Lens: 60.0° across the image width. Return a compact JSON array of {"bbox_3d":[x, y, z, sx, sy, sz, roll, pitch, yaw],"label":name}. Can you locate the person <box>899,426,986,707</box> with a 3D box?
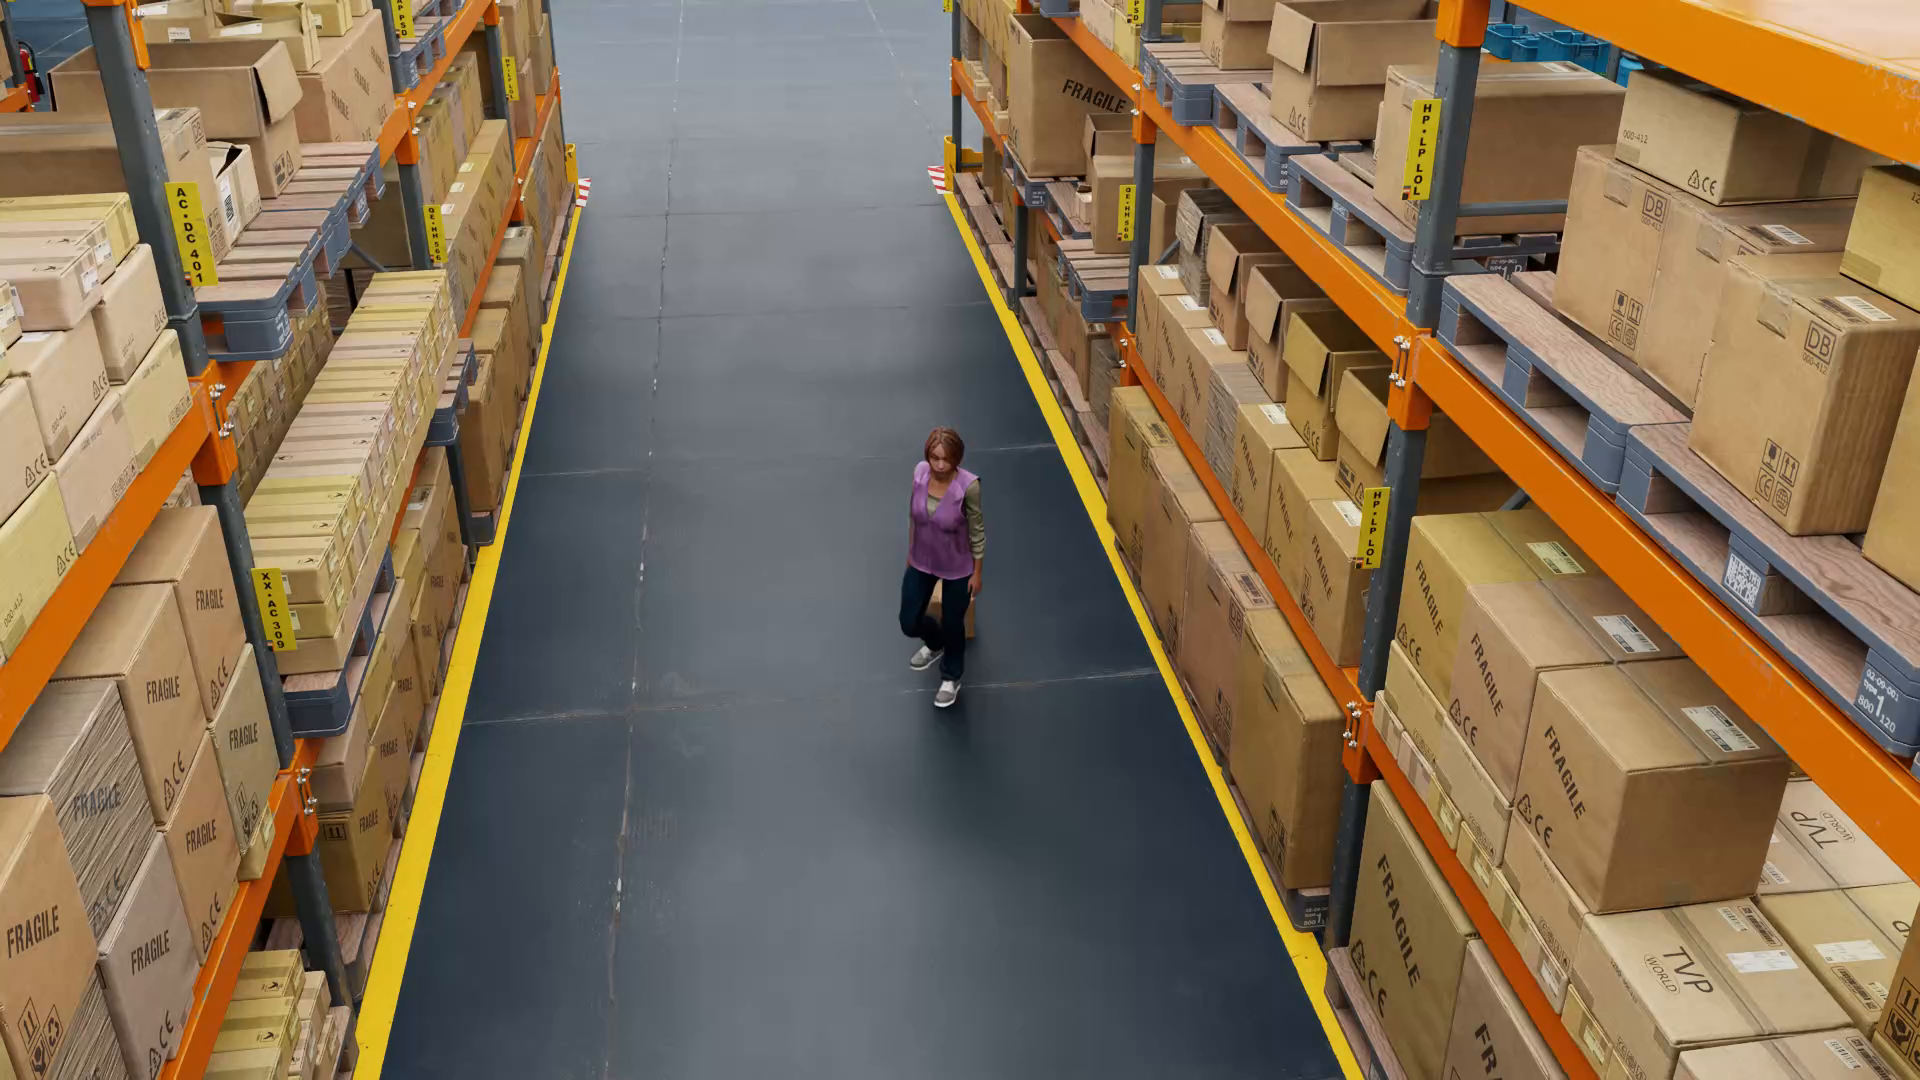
[{"bbox_3d":[-0.075,0.116,8.389,0.472,1.589,0.456,11,29,20],"label":"person"}]
